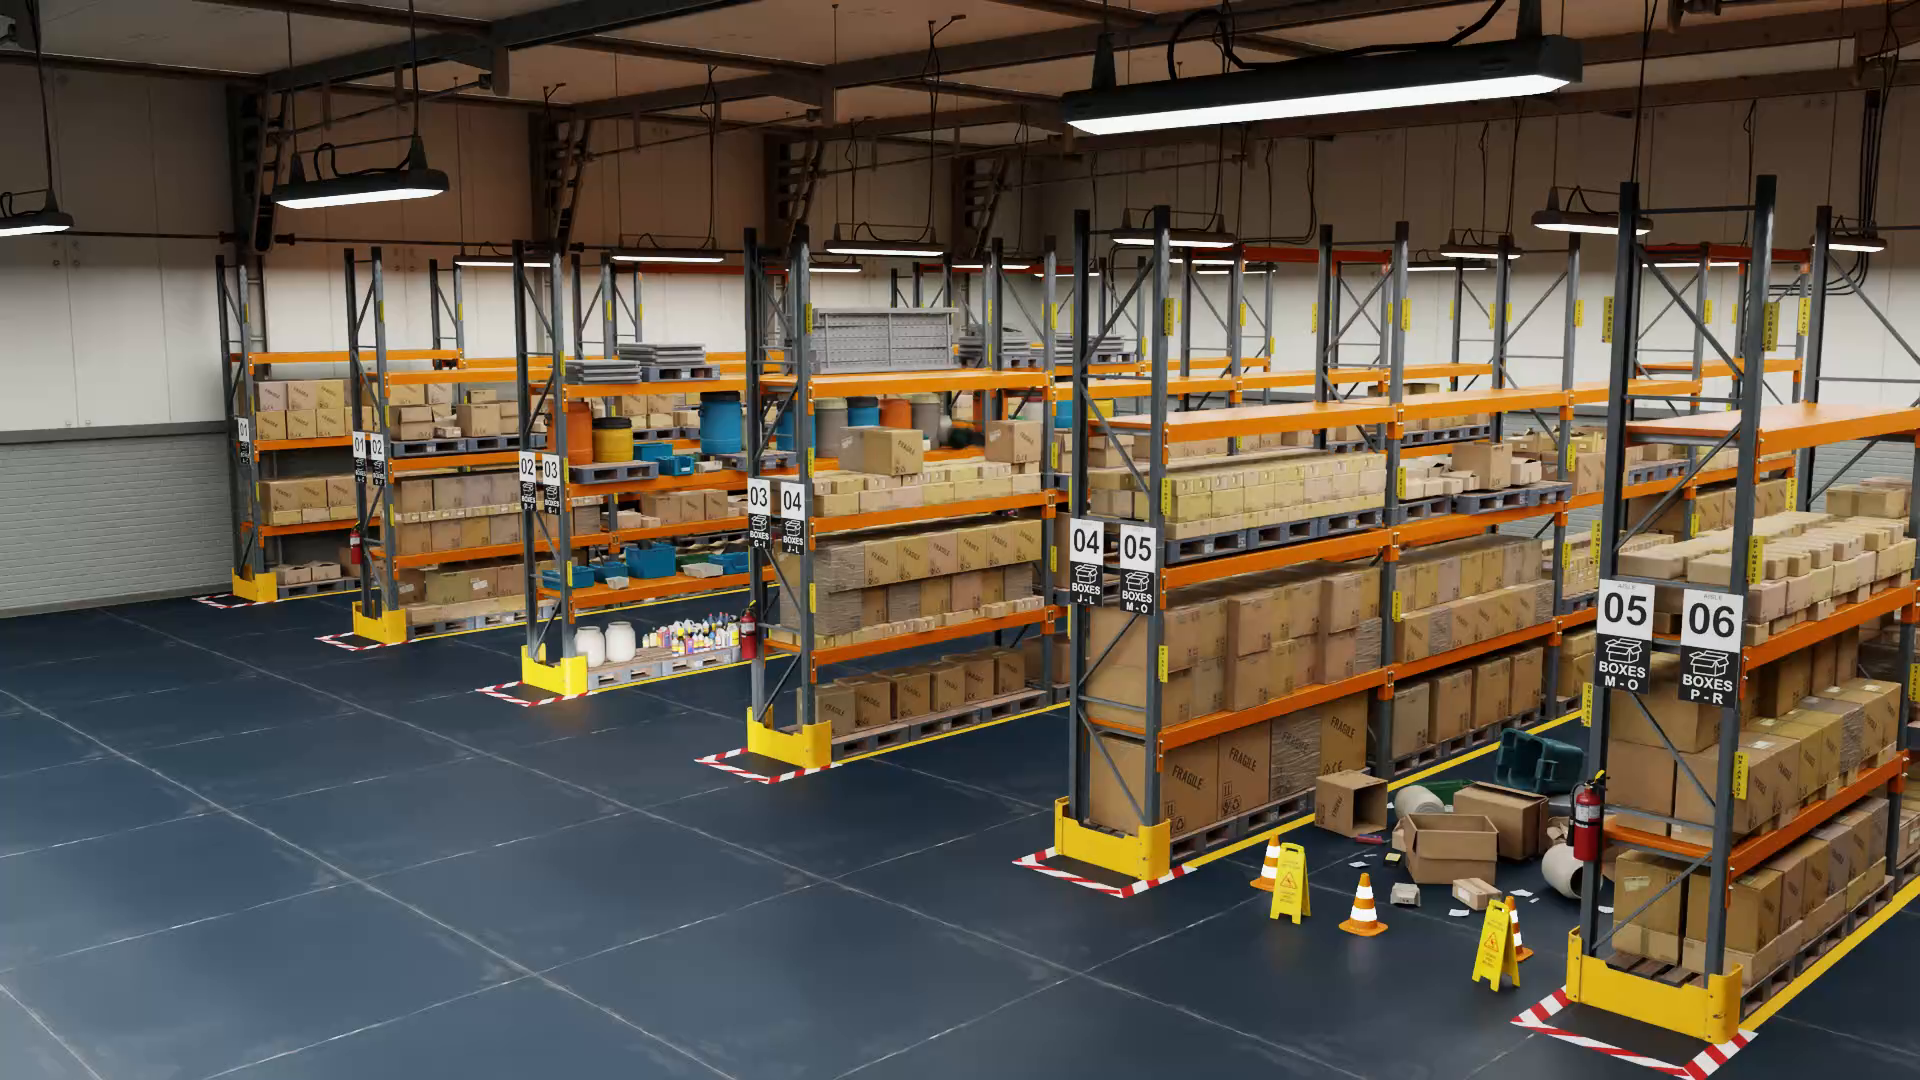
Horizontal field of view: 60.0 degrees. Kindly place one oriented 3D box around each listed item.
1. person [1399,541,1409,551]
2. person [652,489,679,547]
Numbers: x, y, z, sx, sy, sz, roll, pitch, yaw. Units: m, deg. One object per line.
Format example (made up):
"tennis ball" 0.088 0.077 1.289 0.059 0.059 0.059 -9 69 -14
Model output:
"person" 6.816 0.742 25.411 0.877 1.736 0.593 -6 10 -38
"person" -5.913 -0.318 33.376 0.624 1.598 0.776 0 8 -2
